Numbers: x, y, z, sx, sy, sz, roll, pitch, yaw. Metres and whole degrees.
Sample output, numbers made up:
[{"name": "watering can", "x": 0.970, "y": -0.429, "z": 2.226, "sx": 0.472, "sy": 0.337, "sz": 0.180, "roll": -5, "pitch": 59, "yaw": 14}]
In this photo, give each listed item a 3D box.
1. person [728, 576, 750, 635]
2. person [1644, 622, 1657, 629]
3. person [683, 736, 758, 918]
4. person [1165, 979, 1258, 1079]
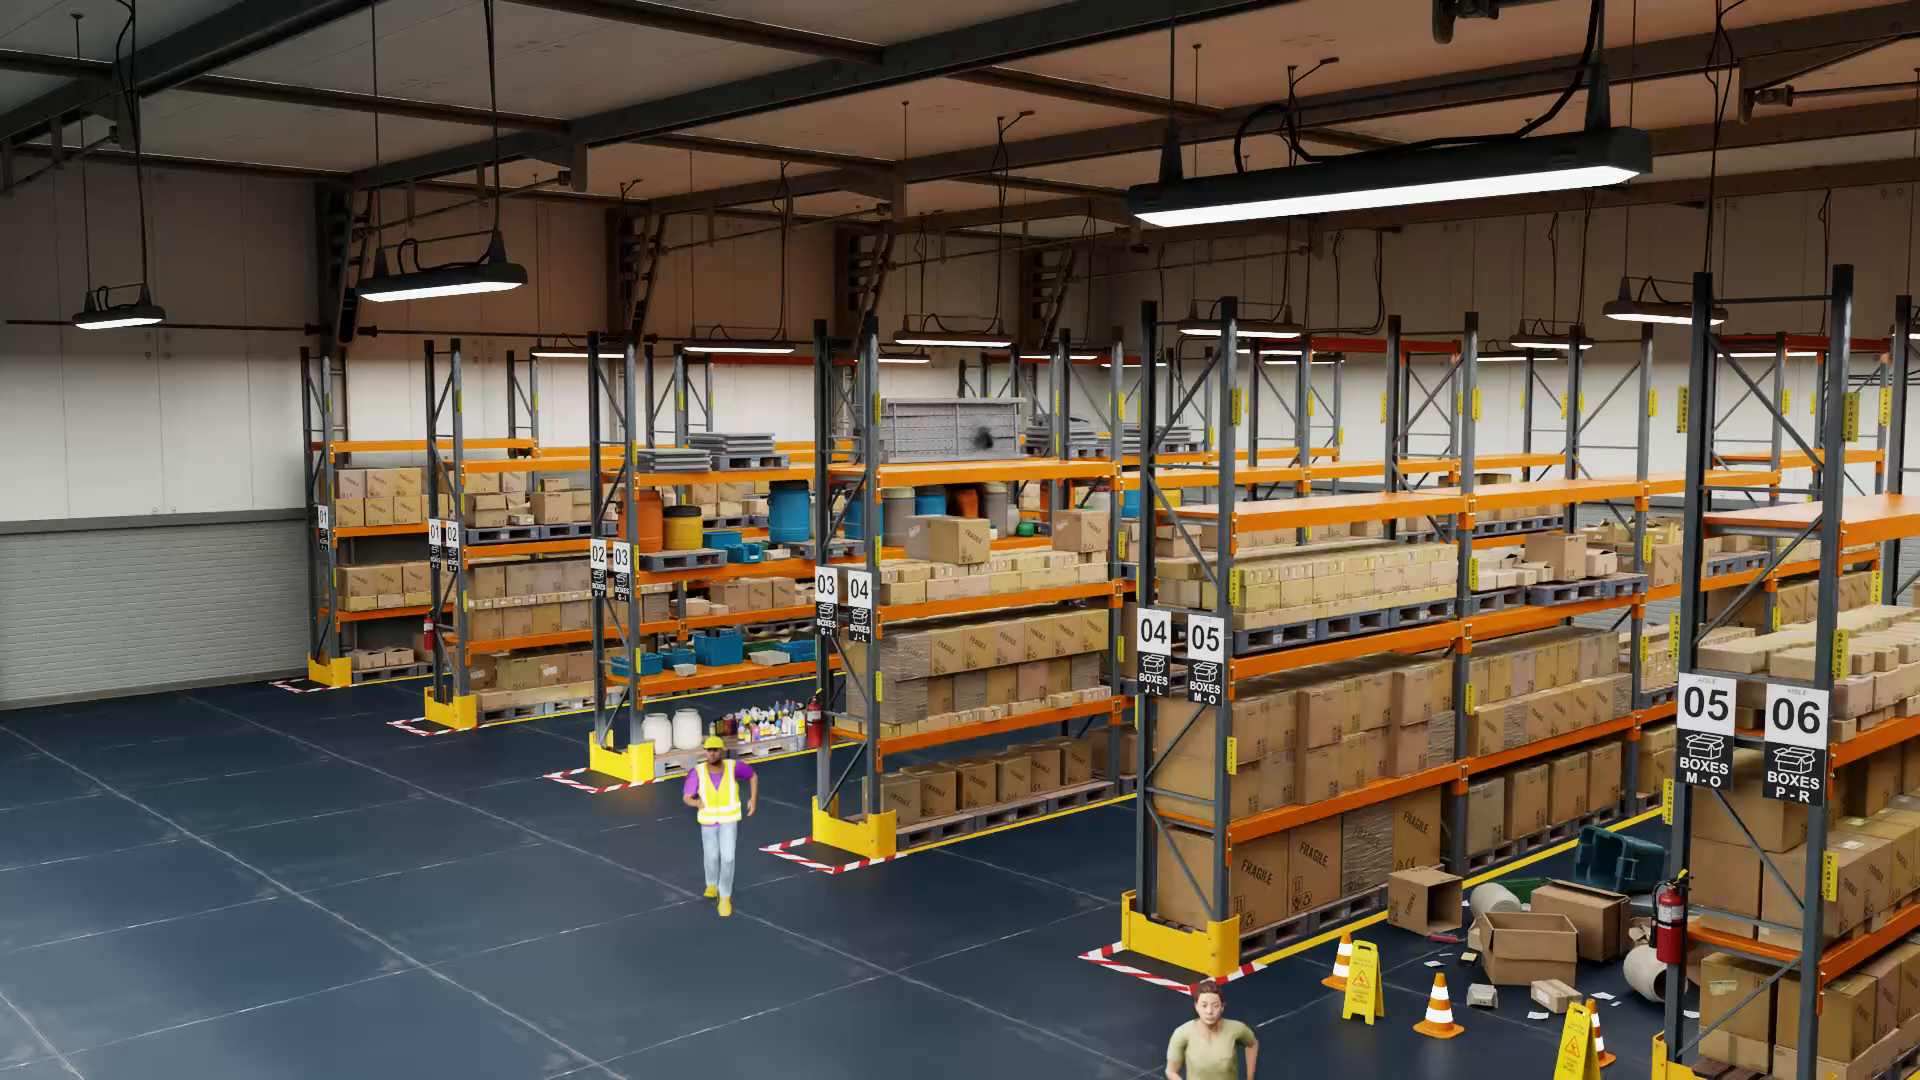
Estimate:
[{"name": "person", "x": -4.360, "y": 1.390, "z": 32.861, "sx": 0.608, "sy": 1.813, "sz": 0.909, "roll": 4, "pitch": 7, "yaw": 40}, {"name": "person", "x": 10.621, "y": 2.095, "z": 25.452, "sx": 0.894, "sy": 1.709, "sz": 0.576, "roll": -4, "pitch": 6, "yaw": -38}, {"name": "person", "x": -2.395, "y": 2.829, "z": 16.602, "sx": 0.710, "sy": 1.796, "sz": 0.888, "roll": 0, "pitch": 5, "yaw": -1}, {"name": "person", "x": 1.505, "y": 3.473, "z": 9.978, "sx": 0.541, "sy": 1.653, "sz": 0.769, "roll": 1, "pitch": 5, "yaw": 11}]
